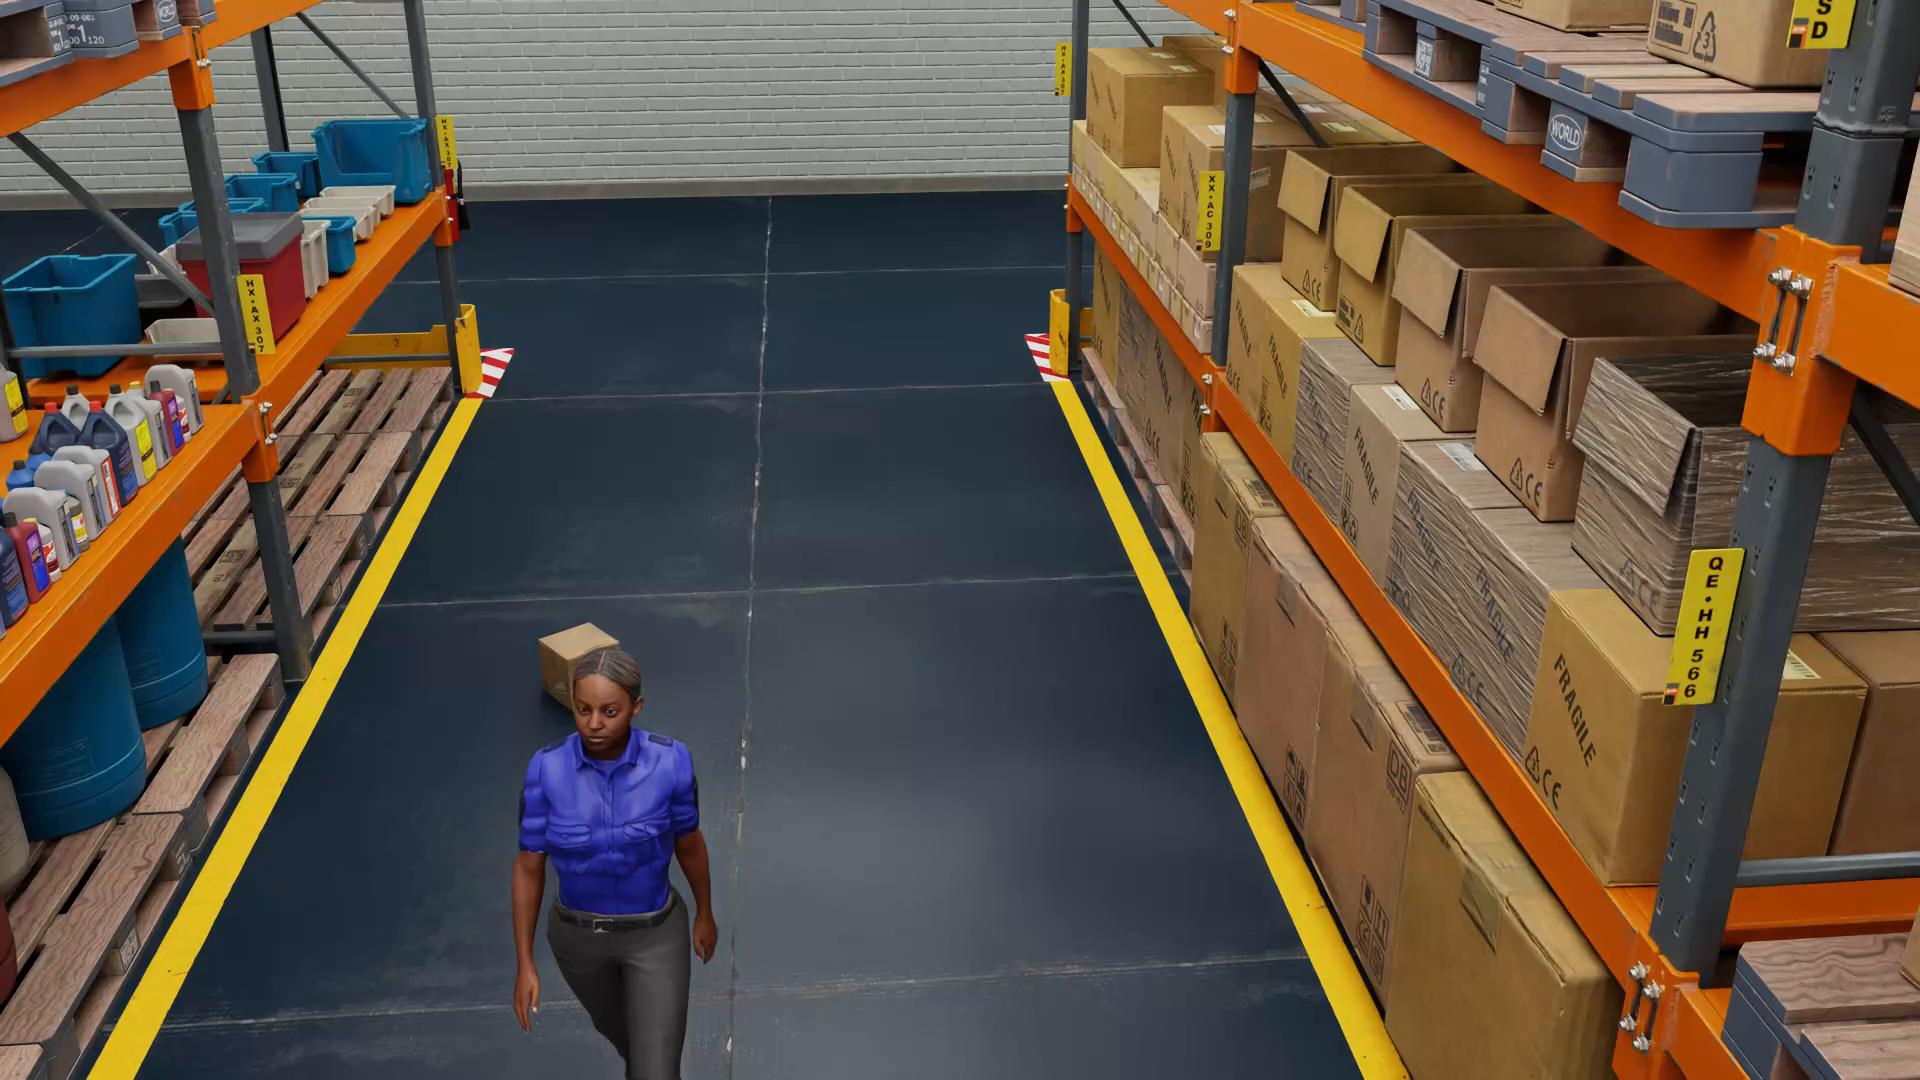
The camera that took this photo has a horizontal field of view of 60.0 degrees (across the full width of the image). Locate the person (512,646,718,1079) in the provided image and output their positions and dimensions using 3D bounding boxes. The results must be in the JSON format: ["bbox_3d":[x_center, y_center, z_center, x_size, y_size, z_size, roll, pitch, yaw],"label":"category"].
[{"bbox_3d":[-0.887,1.032,4.260,0.473,1.595,0.989,-1,24,-1],"label":"person"}]
